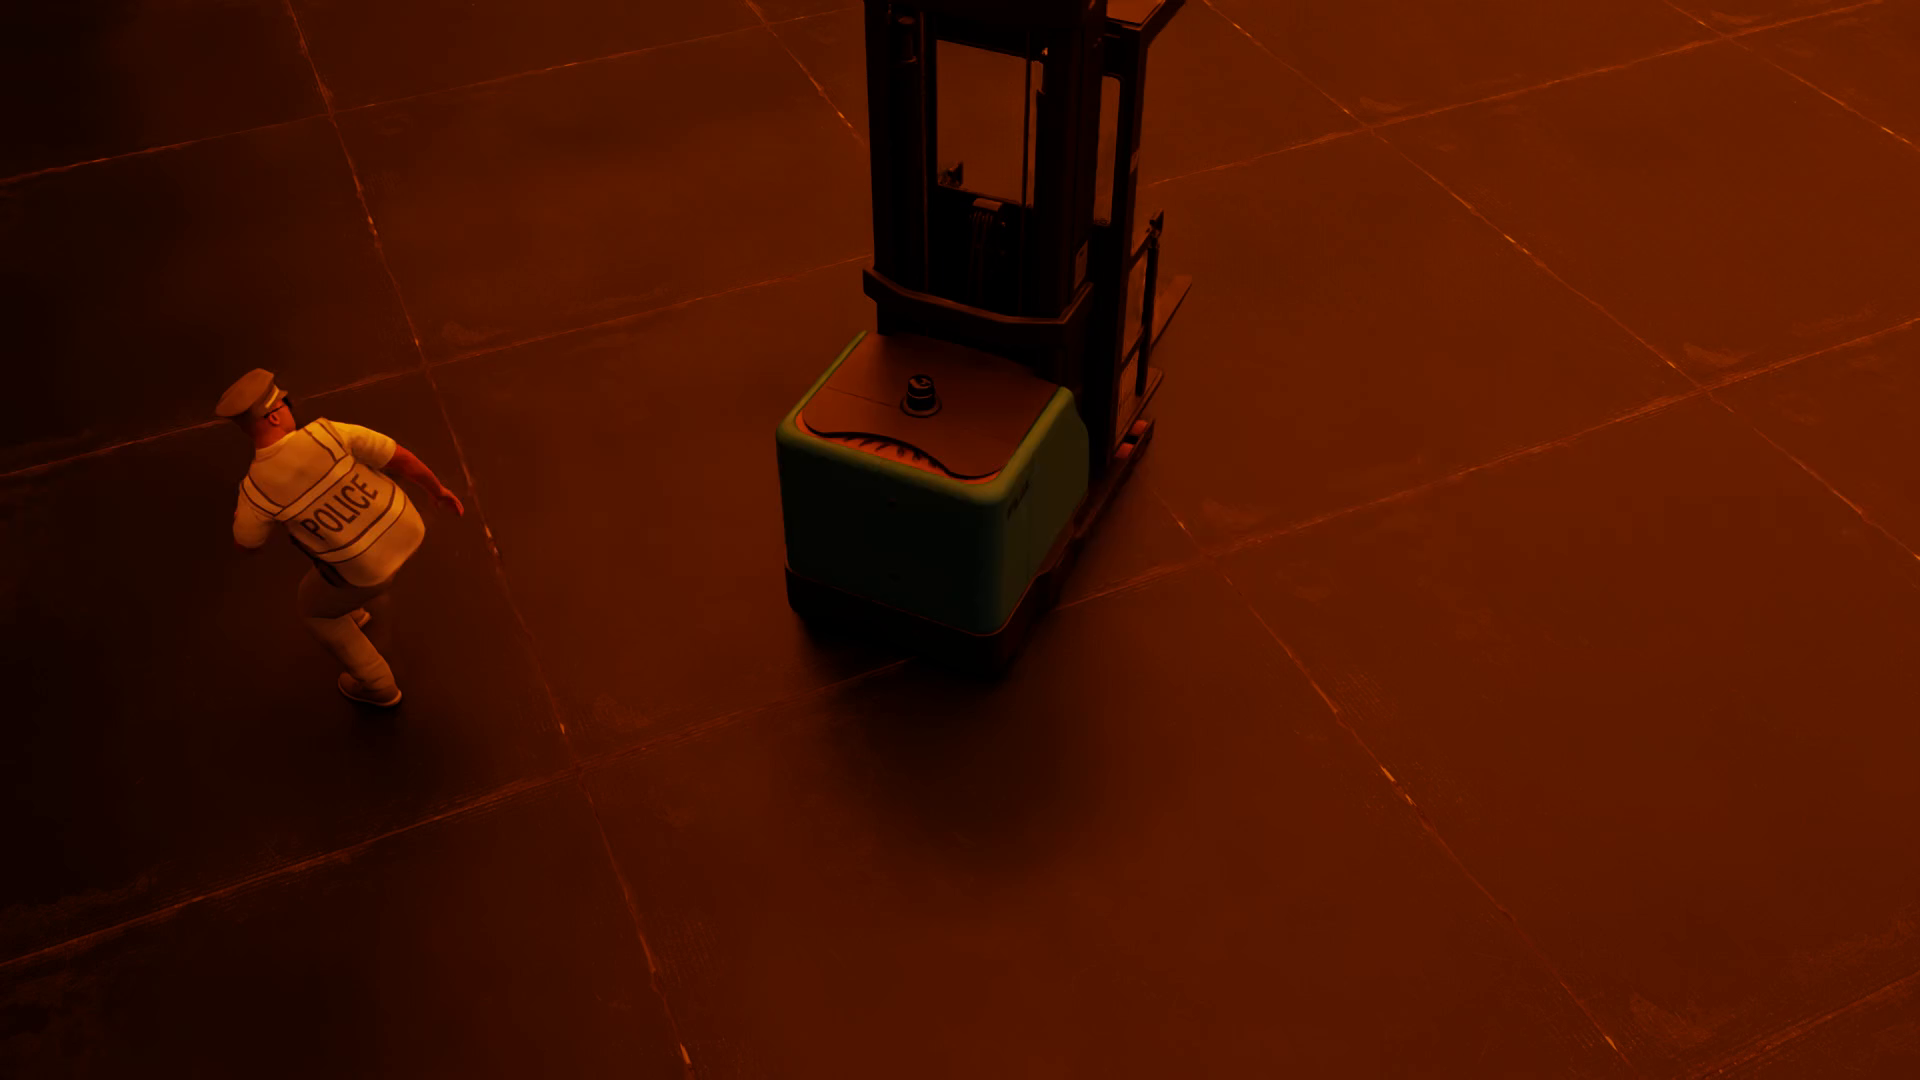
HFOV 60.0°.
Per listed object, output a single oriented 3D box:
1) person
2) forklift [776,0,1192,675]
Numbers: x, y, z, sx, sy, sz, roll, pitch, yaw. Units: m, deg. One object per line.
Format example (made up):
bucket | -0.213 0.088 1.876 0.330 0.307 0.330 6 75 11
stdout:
person | -2.559 -0.071 6.783 0.777 1.561 0.773 25 49 25
forklift | 0.316 -1.504 7.292 1.130 2.935 3.031 18 46 18
